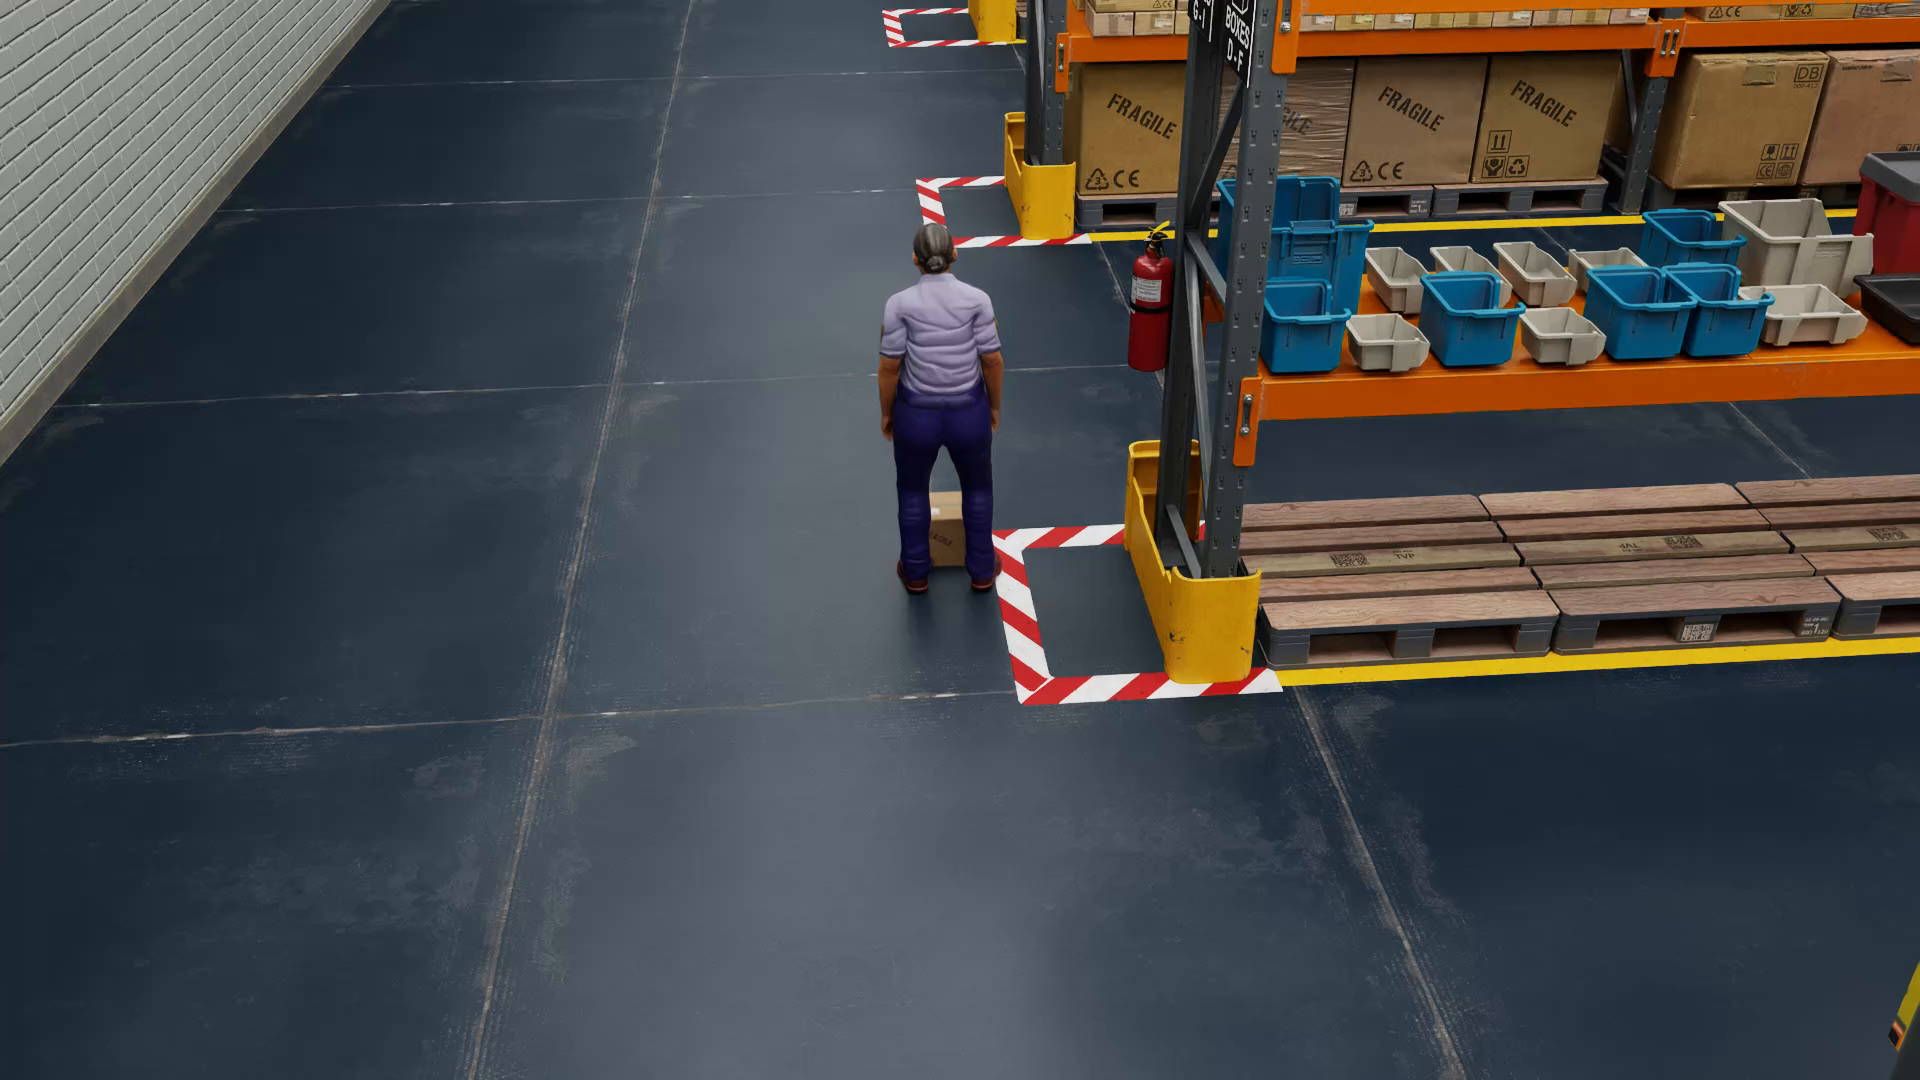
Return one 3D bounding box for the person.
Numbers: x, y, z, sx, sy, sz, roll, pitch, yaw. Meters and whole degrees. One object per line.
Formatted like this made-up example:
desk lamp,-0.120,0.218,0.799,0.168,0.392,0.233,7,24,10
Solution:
person,-0.070,-0.523,7.002,0.544,1.651,0.372,-2,31,-3
